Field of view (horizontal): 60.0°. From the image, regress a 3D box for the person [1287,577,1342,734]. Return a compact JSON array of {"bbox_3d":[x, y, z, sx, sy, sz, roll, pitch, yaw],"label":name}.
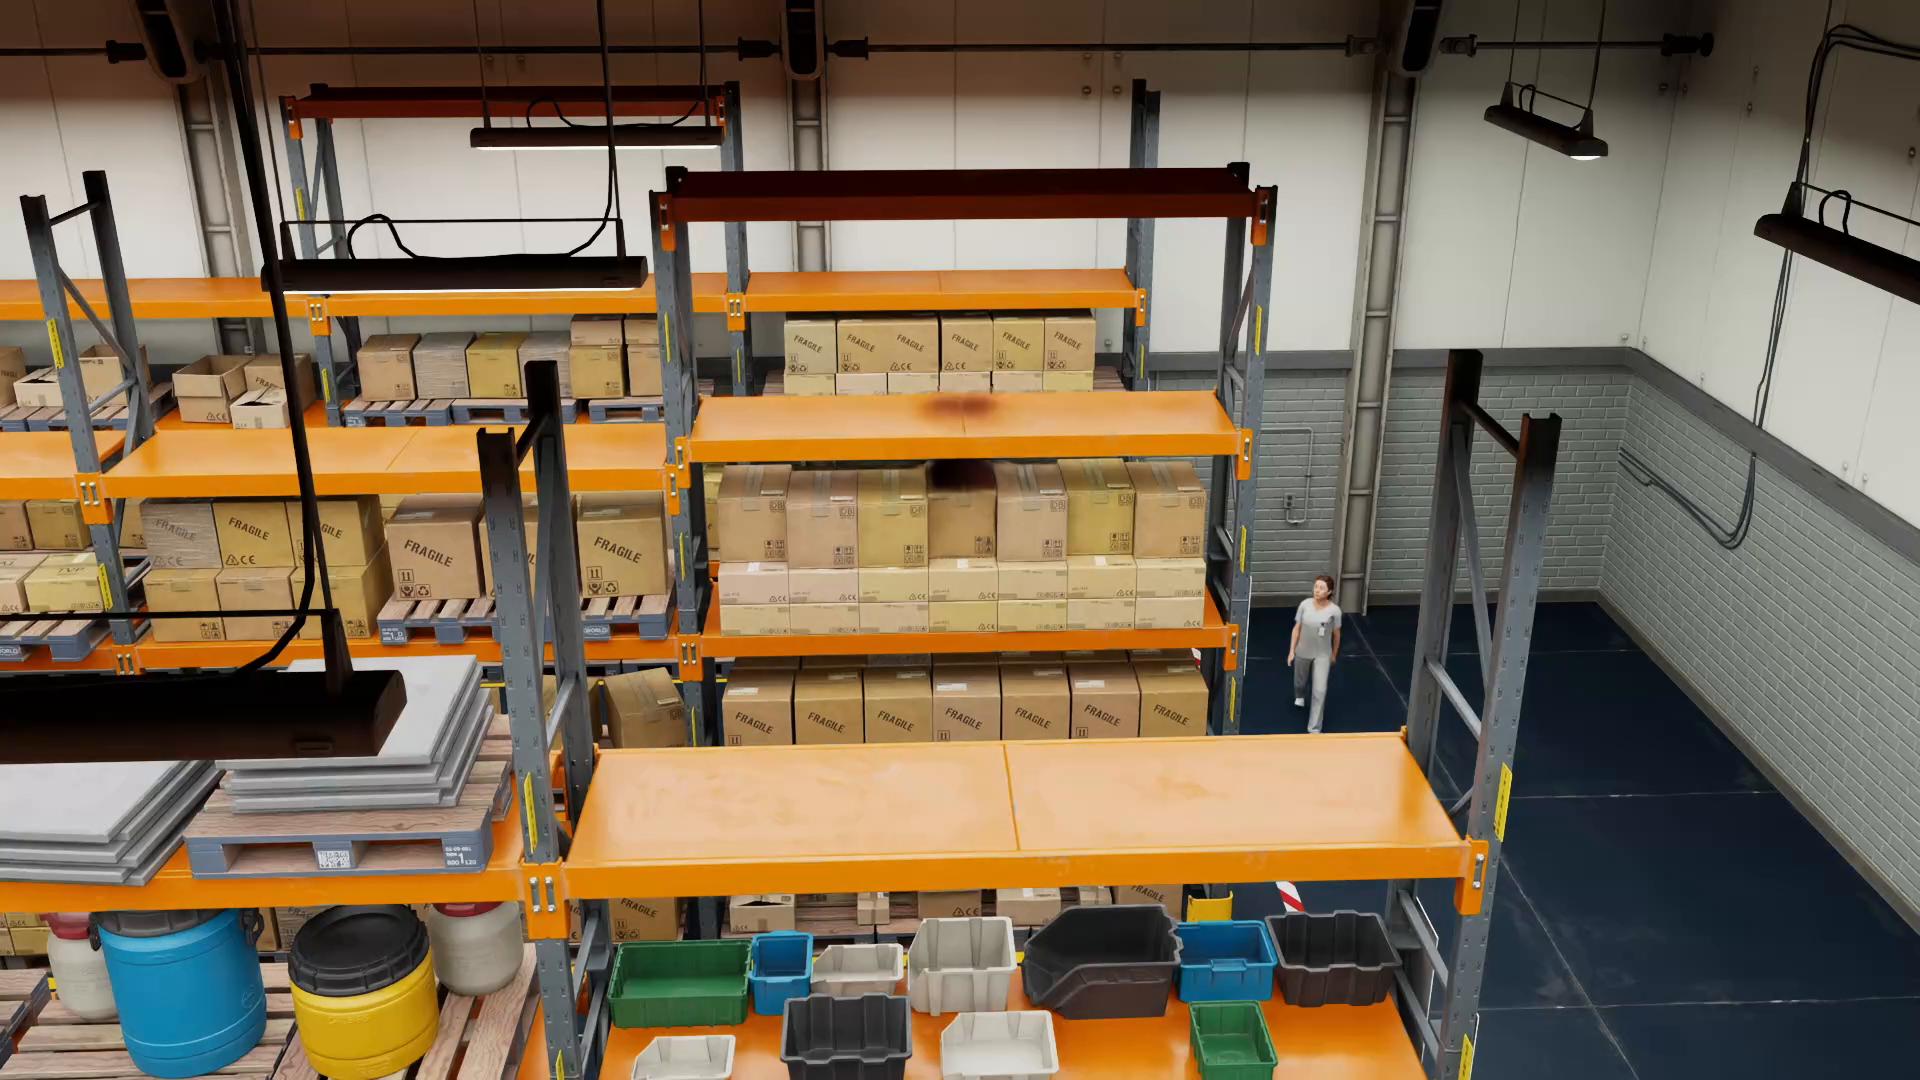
[{"bbox_3d":[3.465,1.108,16.285,0.498,1.615,0.878,4,23,10],"label":"person"}]
